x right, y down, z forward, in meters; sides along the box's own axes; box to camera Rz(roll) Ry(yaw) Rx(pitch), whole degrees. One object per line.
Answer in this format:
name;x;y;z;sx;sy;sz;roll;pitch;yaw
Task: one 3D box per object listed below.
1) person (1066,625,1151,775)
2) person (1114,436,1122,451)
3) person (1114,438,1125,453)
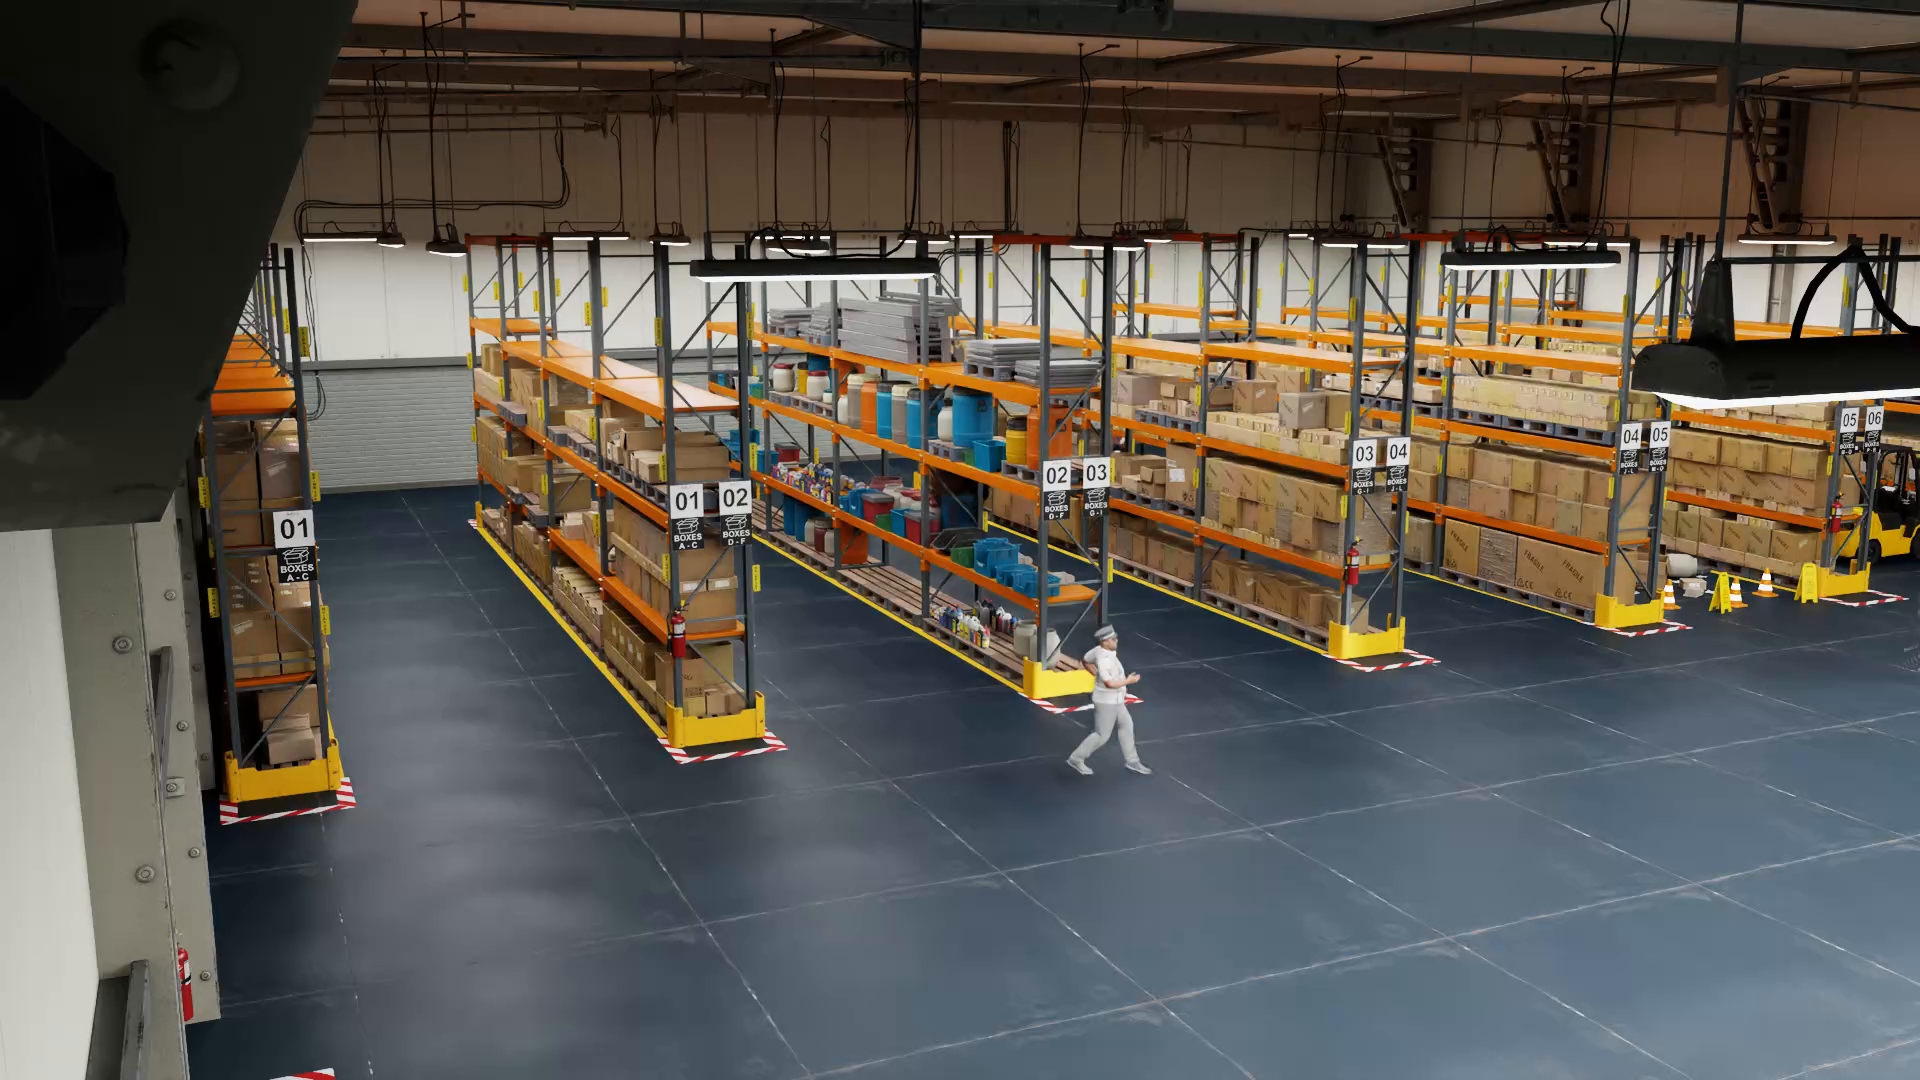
person;1.716;1.840;18.990;0.977;1.789;0.669;1;11;5
person;3.951;-2.469;41.908;0.596;1.516;0.658;1;11;3
person;3.425;-1.235;34.675;0.673;1.800;0.942;-7;13;-31
